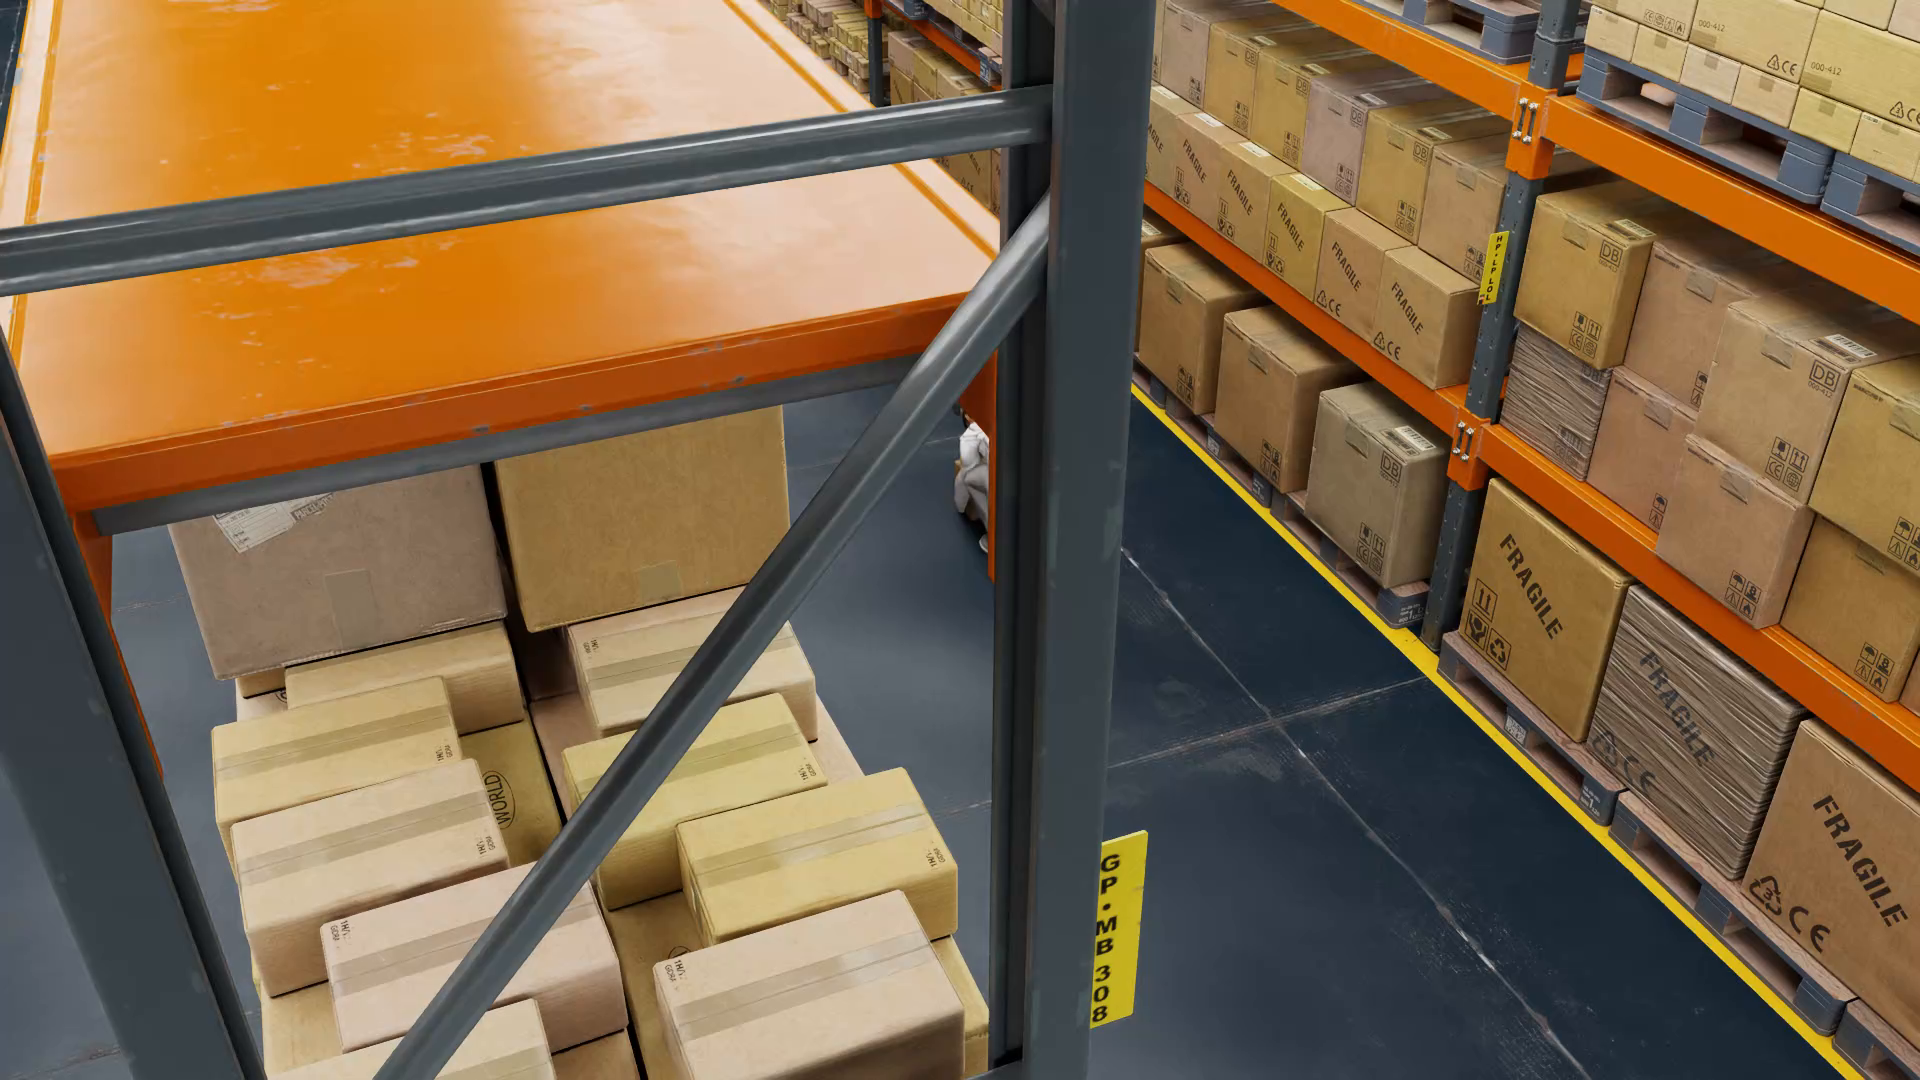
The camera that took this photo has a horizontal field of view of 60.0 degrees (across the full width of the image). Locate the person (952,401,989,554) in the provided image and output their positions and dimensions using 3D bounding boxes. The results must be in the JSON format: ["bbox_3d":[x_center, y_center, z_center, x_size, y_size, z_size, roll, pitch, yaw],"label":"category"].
[{"bbox_3d":[0.247,-0.341,8.878,0.455,0.761,0.915,-14,36,-20],"label":"person"}]
